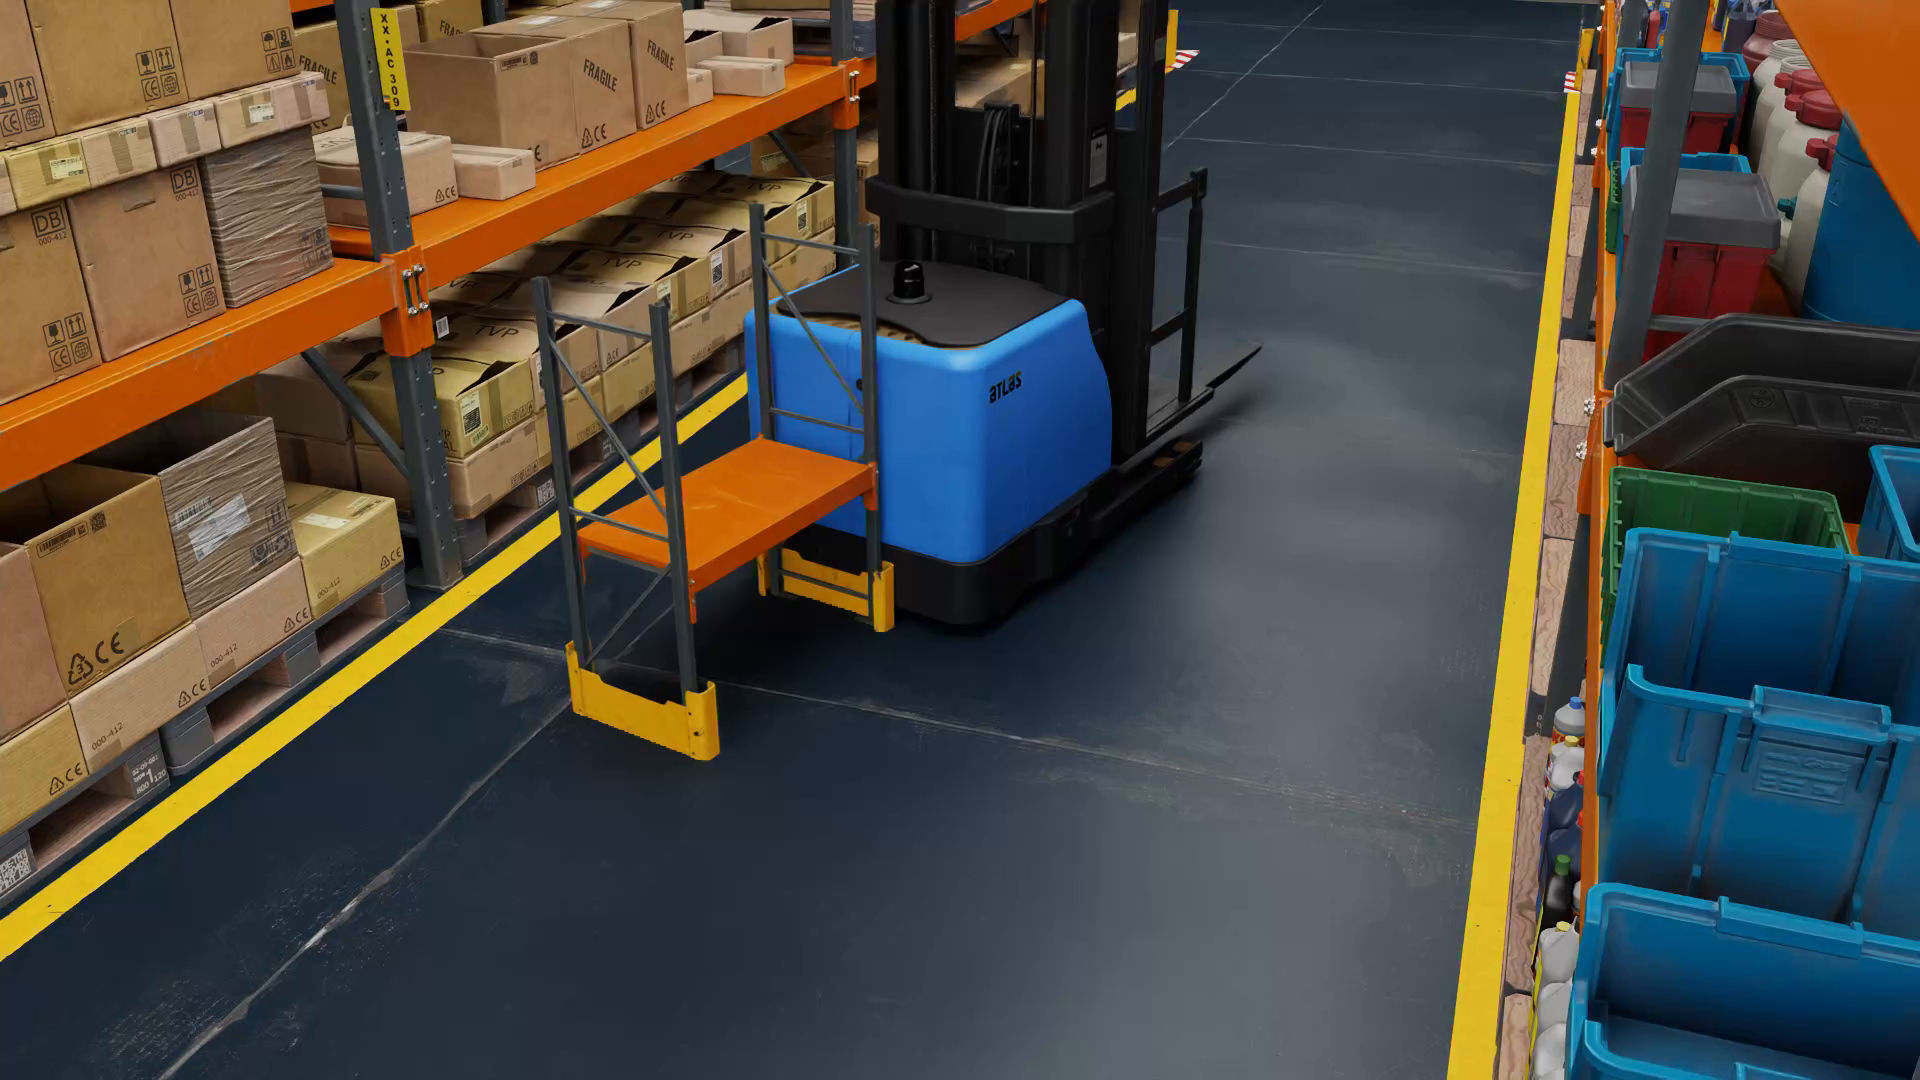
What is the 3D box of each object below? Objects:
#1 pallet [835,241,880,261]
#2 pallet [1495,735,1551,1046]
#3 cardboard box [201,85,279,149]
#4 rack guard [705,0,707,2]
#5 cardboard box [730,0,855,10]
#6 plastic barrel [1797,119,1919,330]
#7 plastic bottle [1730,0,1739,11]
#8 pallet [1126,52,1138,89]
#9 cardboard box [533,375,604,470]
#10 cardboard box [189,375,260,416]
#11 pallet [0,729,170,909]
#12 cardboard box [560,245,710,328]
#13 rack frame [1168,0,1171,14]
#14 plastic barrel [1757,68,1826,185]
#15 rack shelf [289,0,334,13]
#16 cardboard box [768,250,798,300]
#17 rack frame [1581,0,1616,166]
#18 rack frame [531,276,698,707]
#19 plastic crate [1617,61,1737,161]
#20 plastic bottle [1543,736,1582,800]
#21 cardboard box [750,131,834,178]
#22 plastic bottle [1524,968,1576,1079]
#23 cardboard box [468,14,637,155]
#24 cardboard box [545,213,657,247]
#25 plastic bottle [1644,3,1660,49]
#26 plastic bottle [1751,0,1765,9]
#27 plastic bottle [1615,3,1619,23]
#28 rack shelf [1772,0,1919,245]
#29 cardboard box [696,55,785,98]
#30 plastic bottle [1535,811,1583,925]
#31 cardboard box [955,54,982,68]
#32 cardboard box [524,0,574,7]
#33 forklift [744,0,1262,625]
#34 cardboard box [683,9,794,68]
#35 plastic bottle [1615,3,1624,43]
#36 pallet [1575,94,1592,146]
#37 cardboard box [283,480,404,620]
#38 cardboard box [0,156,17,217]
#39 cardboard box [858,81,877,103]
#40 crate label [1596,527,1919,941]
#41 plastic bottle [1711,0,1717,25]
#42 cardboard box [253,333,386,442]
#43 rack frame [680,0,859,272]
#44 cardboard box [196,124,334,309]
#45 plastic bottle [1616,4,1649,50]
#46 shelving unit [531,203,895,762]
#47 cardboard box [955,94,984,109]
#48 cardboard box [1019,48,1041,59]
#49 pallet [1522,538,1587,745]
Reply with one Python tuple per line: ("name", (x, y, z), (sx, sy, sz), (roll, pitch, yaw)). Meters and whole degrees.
("pallet", (-0.795, -1.935, 10.505), (1.003, 0.211, 1.213), (9, 27, 17))
("pallet", (1.997, 1.000, 4.443), (1.003, 0.211, 1.213), (9, 27, 17))
("cardboard box", (-2.383, -1.338, 5.212), (0.380, 0.149, 0.250), (8, 27, 16))
("rack guard", (-3.082, -5.778, 18.110), (1.175, 0.500, 0.348), (9, 27, 17))
("cardboard box", (-0.976, -3.398, 9.730), (0.700, 0.500, 0.500), (0, 26, 0))
("plastic barrel", (2.674, -0.866, 4.521), (0.600, 0.901, 0.708), (9, 27, 17))
("plastic bottle", (4.560, -3.049, 9.752), (0.097, 0.271, 0.097), (0, 26, 0))
("pallet", (1.293, -4.562, 15.931), (1.003, 0.211, 1.213), (9, 27, 17))
("cardboard box", (-1.871, -0.536, 7.089), (0.500, 0.250, 0.500), (9, 27, 19))
("cardboard box", (-2.860, -0.389, 5.924), (0.500, 0.500, 0.500), (9, 27, 17))
("pallet", (-3.119, 0.834, 4.786), (1.003, 0.211, 1.213), (9, 27, 17))
("cardboard box", (-1.527, -1.215, 7.847), (0.500, 0.311, 0.500), (10, 27, 19))
("rack frame", (1.583, -6.177, 16.065), (1.000, 3.000, 0.127), (9, 27, 17))
("plastic barrel", (3.173, -1.427, 6.100), (0.433, 0.535, 0.433), (0, 26, 0))
("rack shelf", (-5.086, -4.104, 12.609), (1.077, 0.370, 4.000), (9, 27, 17))
("cardboard box", (-1.192, -1.377, 8.824), (0.500, 0.250, 0.500), (8, 27, 17))
("rack frame", (4.922, -3.813, 11.183), (1.000, 3.000, 0.127), (9, 27, 17))
("rack frame", (-1.043, -0.041, 5.115), (0.500, 1.500, 0.032), (15, 30, 29))
("plastic crate", (2.764, -1.578, 6.494), (0.402, 0.464, 0.583), (9, 27, 17))
("plastic bottle", (1.706, 0.645, 4.681), (0.097, 0.201, 0.097), (0, 26, 0))
("cardboard box", (-0.989, -2.380, 10.588), (0.500, 0.500, 0.500), (10, 28, 19))
("plastic bottle", (1.333, 1.069, 3.635), (0.144, 0.351, 0.185), (10, 28, 20))
("cardboard box", (-1.797, -2.026, 7.377), (0.500, 0.500, 0.500), (9, 27, 18))
("cardboard box", (-1.869, -1.494, 8.423), (0.500, 0.311, 0.500), (8, 27, 16))
("plastic bottle", (3.901, -2.869, 9.368), (0.061, 0.283, 0.133), (9, 27, 17))
("plastic bottle", (4.684, -3.040, 9.729), (0.152, 0.276, 0.135), (9, 27, 17))
("plastic bottle", (4.157, -3.314, 10.381), (0.097, 0.201, 0.097), (0, 26, 0))
("rack shelf", (1.594, -0.730, 2.199), (1.077, 0.370, 4.000), (9, 27, 17))
("cardboard box", (-1.118, -2.366, 8.483), (0.380, 0.149, 0.250), (9, 27, 17))
("plastic bottle", (1.537, 0.818, 4.153), (0.144, 0.351, 0.185), (8, 27, 15))
("cardboard box", (-0.139, -3.442, 12.781), (0.500, 0.500, 0.500), (8, 27, 15))
("cardboard box", (-3.789, -5.012, 15.302), (0.380, 0.149, 0.250), (10, 27, 19))
("forklift", (0.409, -1.613, 6.718), (1.130, 2.935, 3.031), (15, 30, 29))
("cardboard box", (-1.241, -2.706, 8.998), (0.500, 0.311, 0.500), (11, 28, 21))
("plastic bottle", (3.926, -3.061, 9.777), (0.097, 0.271, 0.097), (0, 26, 0))
("pallet", (5.534, -3.369, 13.465), (1.003, 0.211, 1.213), (9, 27, 17))
("cardboard box", (-2.359, 0.026, 5.928), (0.500, 0.250, 0.500), (9, 27, 17))
("cardboard box", (-2.723, -0.918, 4.344), (0.380, 0.149, 0.250), (10, 27, 19))
("cardboard box", (-0.638, -3.163, 11.343), (0.500, 0.250, 0.500), (8, 27, 16))
("crate label", (1.286, 0.307, 2.633), (0.502, 0.435, 0.616), (9, 27, 17))
("plastic bottle", (4.788, -3.386, 10.359), (0.144, 0.351, 0.185), (9, 27, 17))
("cardboard box", (-2.546, -0.657, 6.695), (0.500, 0.311, 0.500), (9, 27, 17))
("rack frame", (-1.079, -2.889, 9.275), (1.000, 3.000, 0.127), (9, 27, 17))
("cardboard box", (-2.552, -1.107, 5.479), (0.700, 0.500, 0.500), (8, 27, 16))
("plastic bottle", (3.795, -2.904, 9.362), (0.144, 0.351, 0.185), (9, 27, 17))
("shelving unit", (-0.768, -0.232, 5.509), (0.587, 1.500, 1.083), (15, 30, 29))
("cardboard box", (-0.149, -2.744, 11.339), (0.500, 0.500, 0.500), (8, 27, 16))
("cardboard box", (0.424, -4.104, 14.365), (0.500, 0.311, 0.500), (9, 27, 17))
("pallet", (2.484, 0.401, 5.679), (1.003, 0.211, 1.213), (9, 27, 17))
